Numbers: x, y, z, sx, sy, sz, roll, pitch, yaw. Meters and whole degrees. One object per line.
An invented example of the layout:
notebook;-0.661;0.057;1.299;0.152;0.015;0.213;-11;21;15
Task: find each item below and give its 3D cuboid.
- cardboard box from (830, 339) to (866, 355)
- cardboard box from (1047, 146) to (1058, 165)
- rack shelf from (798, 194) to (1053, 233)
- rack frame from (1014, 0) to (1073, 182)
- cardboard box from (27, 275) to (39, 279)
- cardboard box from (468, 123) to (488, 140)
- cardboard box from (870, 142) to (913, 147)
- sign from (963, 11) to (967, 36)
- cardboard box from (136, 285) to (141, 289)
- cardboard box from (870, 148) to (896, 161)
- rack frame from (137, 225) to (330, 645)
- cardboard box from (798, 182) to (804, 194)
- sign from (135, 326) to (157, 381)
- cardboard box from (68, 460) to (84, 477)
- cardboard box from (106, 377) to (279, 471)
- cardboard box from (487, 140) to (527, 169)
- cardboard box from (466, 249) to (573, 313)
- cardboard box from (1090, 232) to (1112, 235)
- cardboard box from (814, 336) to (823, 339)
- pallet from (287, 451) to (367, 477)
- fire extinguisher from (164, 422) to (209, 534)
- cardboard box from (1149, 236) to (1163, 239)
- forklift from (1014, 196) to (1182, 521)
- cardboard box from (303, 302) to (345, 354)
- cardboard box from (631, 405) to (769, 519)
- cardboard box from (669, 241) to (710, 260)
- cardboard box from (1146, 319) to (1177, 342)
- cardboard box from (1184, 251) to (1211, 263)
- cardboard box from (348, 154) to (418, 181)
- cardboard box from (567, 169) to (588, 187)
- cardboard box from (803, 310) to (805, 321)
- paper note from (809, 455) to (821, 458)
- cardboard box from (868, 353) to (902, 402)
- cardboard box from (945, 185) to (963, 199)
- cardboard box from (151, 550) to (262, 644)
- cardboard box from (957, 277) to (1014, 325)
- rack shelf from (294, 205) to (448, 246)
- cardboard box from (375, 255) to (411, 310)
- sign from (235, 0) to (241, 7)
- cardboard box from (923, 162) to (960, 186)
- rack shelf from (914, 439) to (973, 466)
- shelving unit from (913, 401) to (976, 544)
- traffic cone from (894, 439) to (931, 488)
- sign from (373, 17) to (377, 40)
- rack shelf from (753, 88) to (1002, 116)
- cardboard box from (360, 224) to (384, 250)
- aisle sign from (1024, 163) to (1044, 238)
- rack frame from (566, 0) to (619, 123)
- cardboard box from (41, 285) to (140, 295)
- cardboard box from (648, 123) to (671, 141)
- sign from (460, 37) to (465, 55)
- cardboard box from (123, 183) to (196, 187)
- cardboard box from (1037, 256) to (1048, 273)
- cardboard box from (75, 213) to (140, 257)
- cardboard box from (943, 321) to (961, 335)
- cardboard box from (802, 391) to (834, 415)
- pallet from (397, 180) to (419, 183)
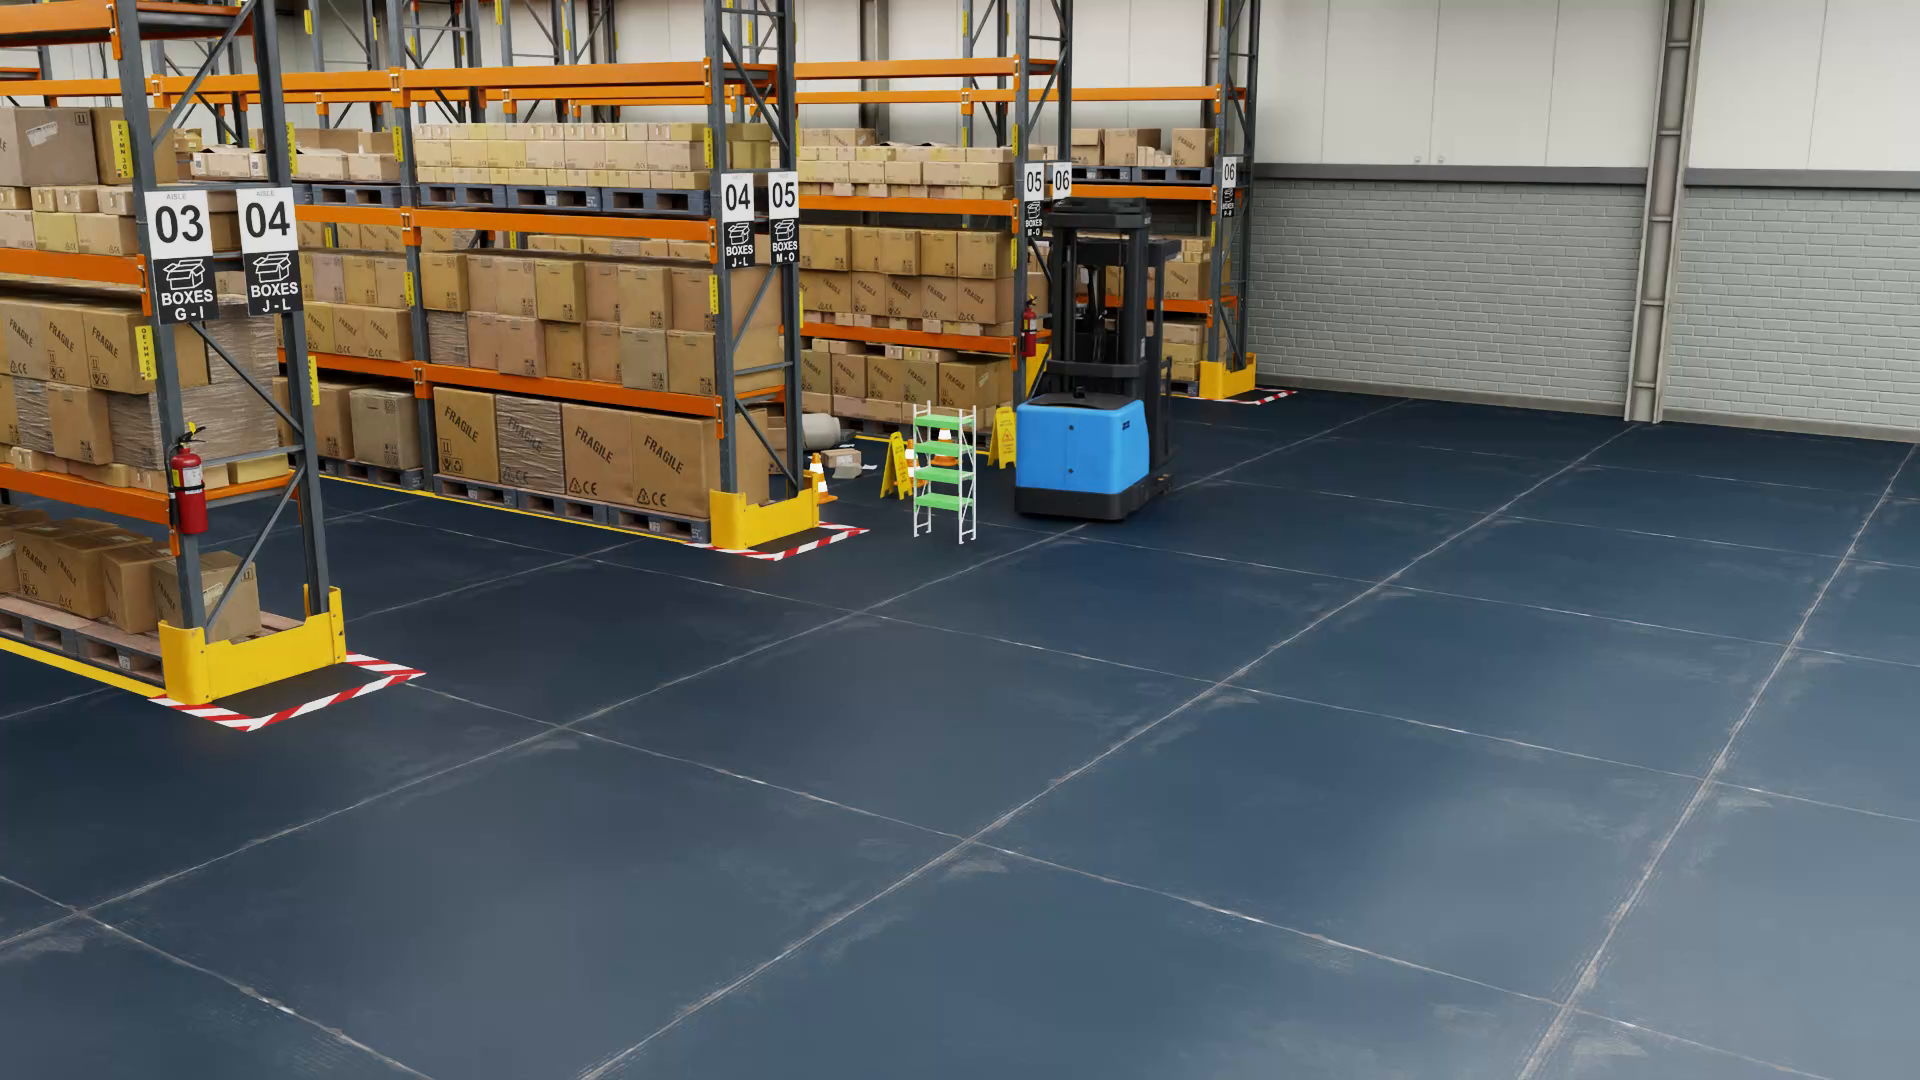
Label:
cardboard box;-1.342;-2.322;19.899;0.250;0.149;0.380;10;17;36
cardboard box;1.426;-5.414;23.406;0.258;0.266;0.396;9;16;31
rack shelf;-0.744;-3.879;19.503;4.000;0.370;1.077;9;17;33
rack frame;0.915;-5.416;17.973;0.127;3.000;1.000;9;17;33
cardboard box;-10.999;-3.233;20.053;0.250;0.149;0.380;9;16;32
cardboard box;-4.337;-3.794;15.448;0.250;0.149;0.380;9;16;32
cardboard box;-1.010;-5.847;25.060;0.500;0.311;0.500;9;16;31
sign;0.071;-7.324;23.575;0.005;0.325;0.100;9;17;33
cardboard box;-9.064;-2.921;18.791;0.250;0.149;0.380;8;16;31
cardboard box;-0.821;-4.410;19.017;0.250;0.149;0.380;10;17;34
rack frame;-4.615;-0.528;10.712;0.127;3.000;1.000;9;17;33
cardboard box;-1.829;-4.226;19.932;0.250;0.149;0.380;9;17;33
sign;-4.942;-1.135;10.098;0.005;0.325;0.100;9;17;33
cardboard box;-5.794;-0.538;11.277;0.250;0.149;0.380;9;17;33
cardboard box;-5.056;-0.800;10.984;0.500;0.500;0.875;9;17;33
cardboard box;-3.995;-3.563;15.343;0.500;0.250;0.500;9;16;32
cardboard box;-4.274;-2.529;16.239;0.550;0.550;0.875;9;17;33
cardboard box;2.034;-4.337;23.924;0.250;0.149;0.380;10;17;34
cardboard box;-1.899;-3.445;26.566;0.625;0.625;0.875;10;17;35
pallet;-6.781;-0.938;18.172;1.213;0.211;1.003;9;17;33
fire extinguisher;-4.778;-0.383;10.288;0.183;0.674;0.296;9;17;33
cardboard box;2.648;-4.112;23.016;0.250;0.149;0.380;9;17;33
forklift;1.525;-1.913;16.452;1.130;2.935;3.031;5;15;21
cardboard box;-6.503;-2.240;17.422;0.500;0.500;0.500;9;17;33
cardboard box;-2.363;-0.753;15.171;0.875;0.875;0.875;9;17;33
cardboard box;-3.327;-3.519;21.096;0.500;0.500;0.500;9;17;33
cardboard box;2.699;-2.915;23.124;0.500;0.250;0.500;10;17;34
cardboard box;3.238;-3.848;22.566;0.250;0.149;0.380;9;17;34
cardboard box;-5.758;-3.738;16.668;0.500;0.250;0.500;9;17;33
cardboard box;-3.282;-3.237;14.855;0.250;0.149;0.380;9;17;33
cardboard box;-1.845;-2.759;20.248;0.250;0.149;0.380;9;17;33
paper note;-1.601;-0.930;18.542;0.148;0.019;0.142;-10;17;-35
cardboard box;-0.745;-1.930;19.667;0.500;0.500;0.500;9;16;32
cardboard box;0.037;-3.899;18.611;0.250;0.149;0.380;10;17;34
cardboard box;-5.124;0.395;11.313;0.500;0.500;0.500;13;19;43
cardboard box;0.311;-2.714;18.718;0.500;0.500;0.500;9;16;32
rack shelf;-6.742;-3.414;17.629;4.000;0.370;1.077;9;17;33
cardboard box;-5.498;-2.639;16.951;0.500;0.500;0.700;9;16;32
sign;-8.095;-6.129;18.583;0.005;0.325;0.100;9;17;33
cardboard box;-0.069;-4.116;18.660;0.500;0.250;0.500;9;16;32
rack shelf;-0.137;-0.776;14.726;0.480;0.148;0.258;9;17;33
shelving unit;-0.137;-0.605;14.769;0.503;1.200;0.258;9;17;33
traffic cone;-0.499;-0.806;17.114;0.334;0.463;0.336;9;17;33
sign;-8.749;-7.626;24.796;0.005;0.325;0.100;9;17;33
rack shelf;-1.296;-6.667;25.358;4.000;0.370;1.077;9;17;33
cardboard box;-8.400;-4.468;24.339;0.500;0.500;0.500;9;17;32
aisle sign;0.805;-3.699;18.114;0.004;0.787;0.394;9;17;33
rack frame;-6.275;-8.015;28.474;0.127;3.000;1.000;9;17;33
cardboard box;-6.165;-1.535;11.874;0.500;0.500;0.500;9;17;33
cardboard box;-2.439;-3.488;14.209;0.250;0.149;0.380;9;17;33
sign;-9.267;-9.190;30.946;0.005;0.325;0.100;9;17;33
cardboard box;-5.341;-2.301;11.118;0.250;0.149;0.380;10;17;35
cardboard box;1.448;-3.833;23.856;0.500;0.500;0.500;9;17;32
cardboard box;-5.157;-1.925;10.426;0.500;0.250;0.500;10;17;34
cardboard box;0.013;-2.440;18.958;0.250;0.149;0.380;9;16;32
cardboard box;-1.616;-1.707;20.324;0.500;0.250;0.500;10;17;36
pallet;-7.216;-5.166;23.600;1.213;0.211;1.003;10;17;35
